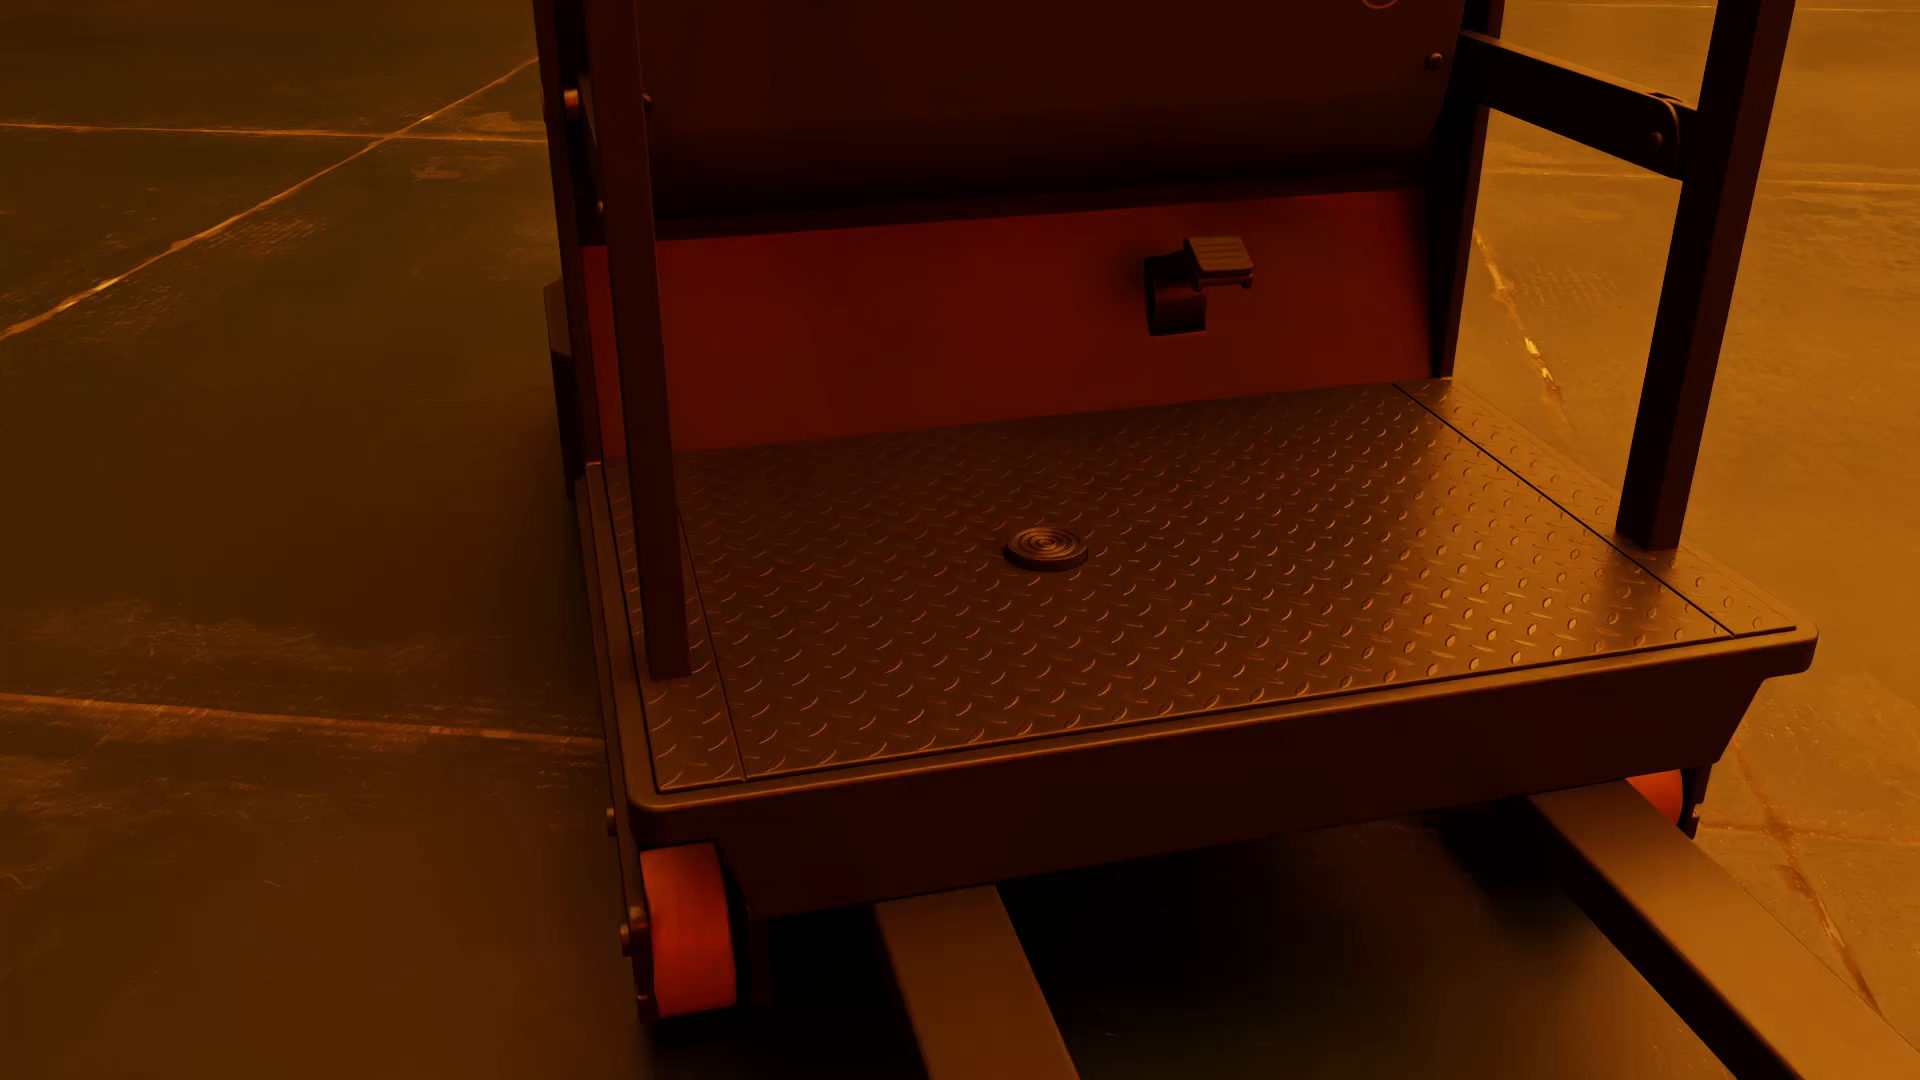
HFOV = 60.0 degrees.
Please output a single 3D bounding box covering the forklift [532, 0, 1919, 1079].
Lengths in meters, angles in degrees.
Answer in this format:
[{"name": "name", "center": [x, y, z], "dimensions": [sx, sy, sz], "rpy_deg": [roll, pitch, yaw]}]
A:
[{"name": "forklift", "center": [0.153, -1.049, 1.319], "dimensions": [1.130, 2.935, 3.031], "rpy_deg": [-7, 27, -13]}]
